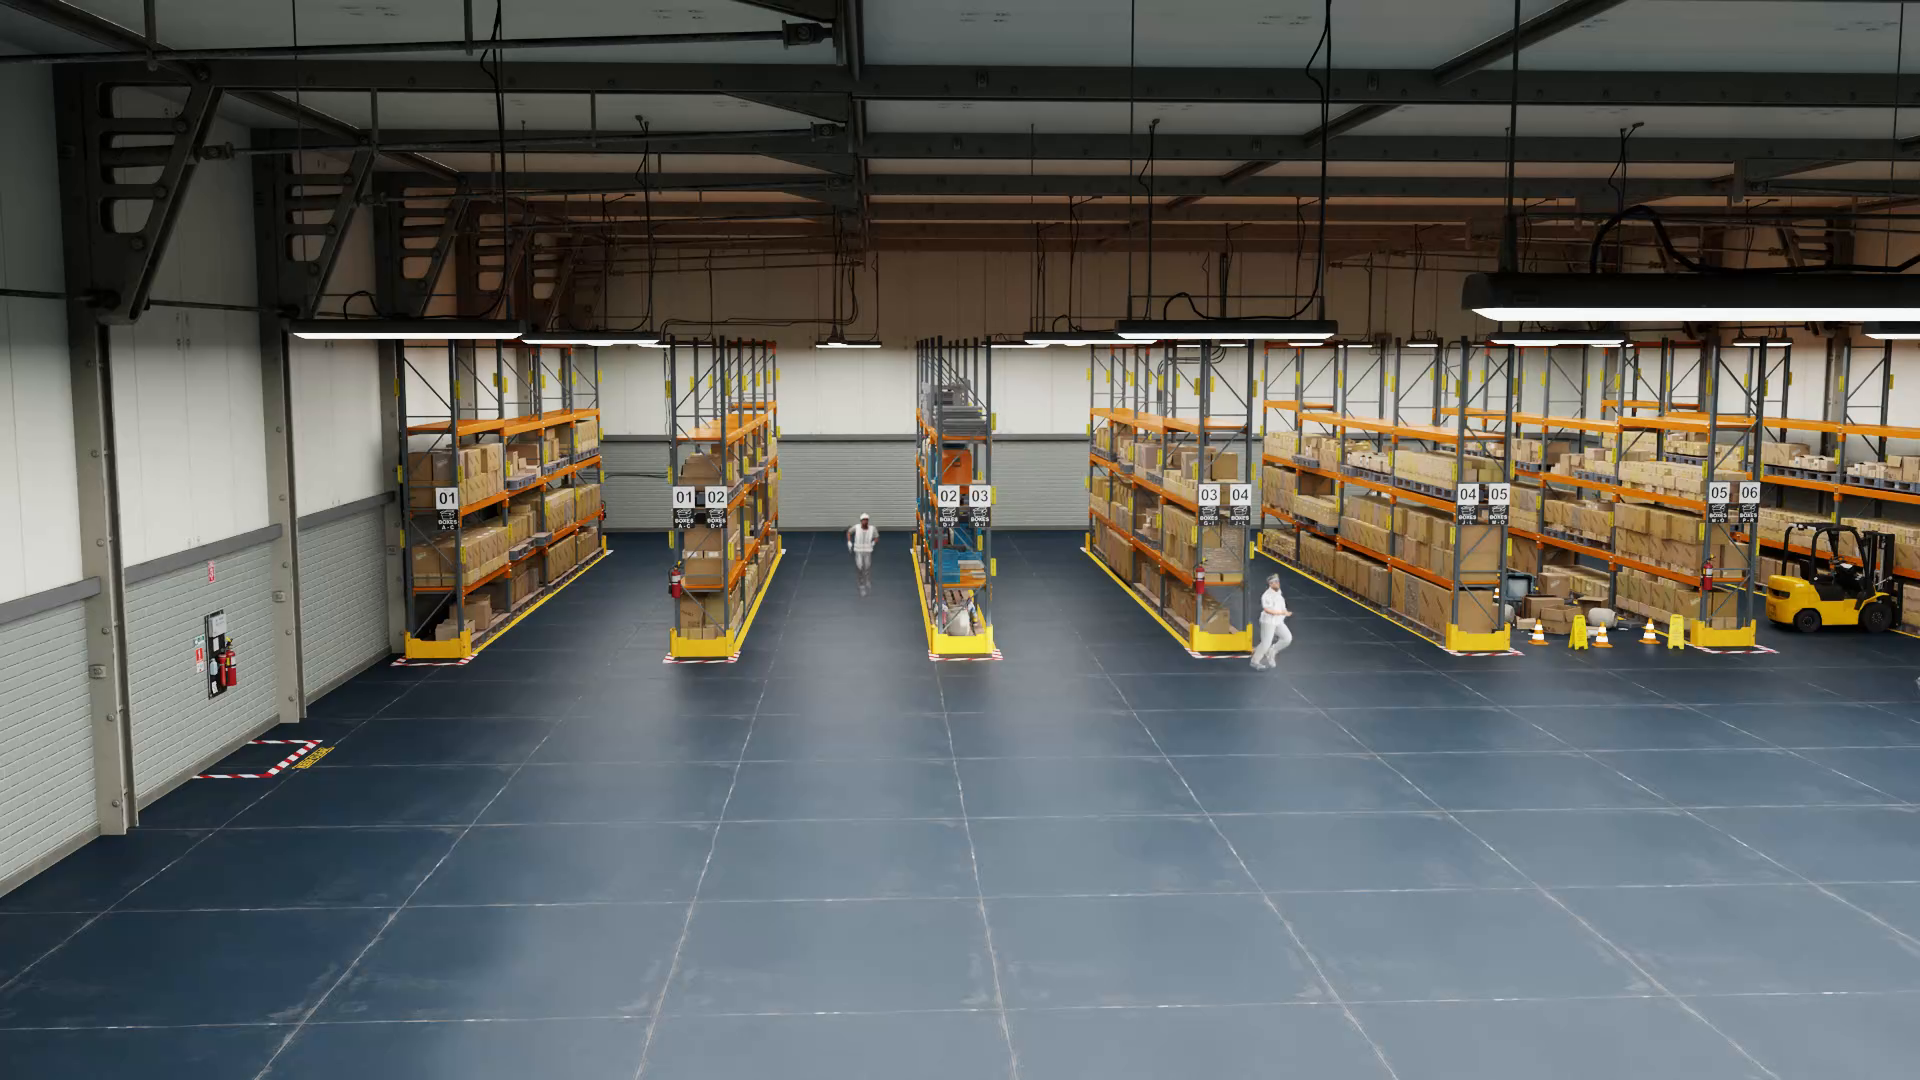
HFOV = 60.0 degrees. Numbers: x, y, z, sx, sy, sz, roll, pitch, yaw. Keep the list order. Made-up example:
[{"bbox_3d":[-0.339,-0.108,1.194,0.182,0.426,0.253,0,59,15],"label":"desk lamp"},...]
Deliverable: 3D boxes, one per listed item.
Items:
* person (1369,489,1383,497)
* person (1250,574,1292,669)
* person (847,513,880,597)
[{"bbox_3d":[12.341,-0.768,49.368,1.041,1.817,0.726,0,6,1],"label":"person"},{"bbox_3d":[5.635,1.458,29.836,0.824,1.738,0.683,6,9,44],"label":"person"},{"bbox_3d":[-2.182,0.315,37.707,0.720,1.864,0.780,-1,7,-10],"label":"person"}]
